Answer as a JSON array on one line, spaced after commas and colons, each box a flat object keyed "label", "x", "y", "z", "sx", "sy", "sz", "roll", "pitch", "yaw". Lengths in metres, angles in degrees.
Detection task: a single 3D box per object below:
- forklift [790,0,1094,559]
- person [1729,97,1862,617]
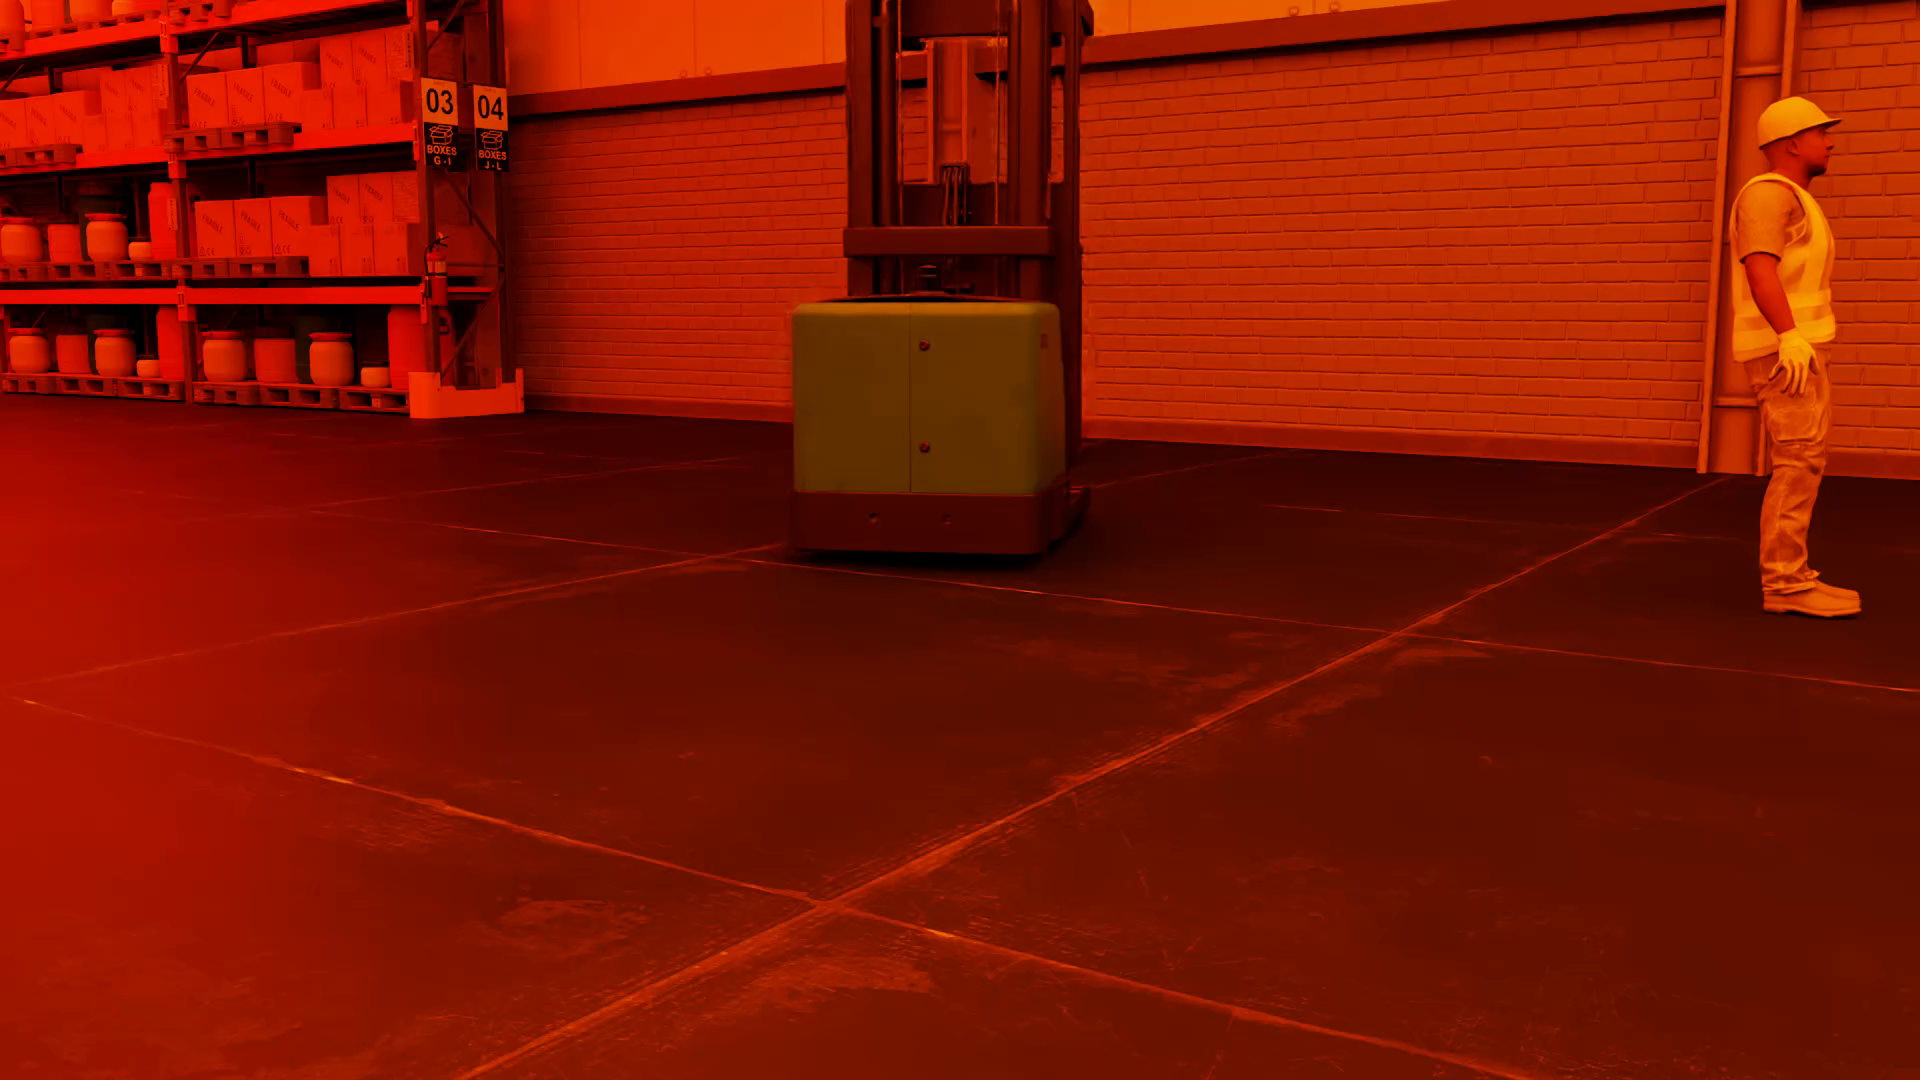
[{"label": "forklift", "x": 0.055, "y": -1.540, "z": 8.023, "sx": 1.130, "sy": 2.935, "sz": 3.031, "roll": 1, "pitch": 8, "yaw": 10}, {"label": "person", "x": 2.970, "y": -0.650, "z": 5.864, "sx": 0.503, "sy": 1.795, "sz": 0.650, "roll": 5, "pitch": 9, "yaw": 30}]
